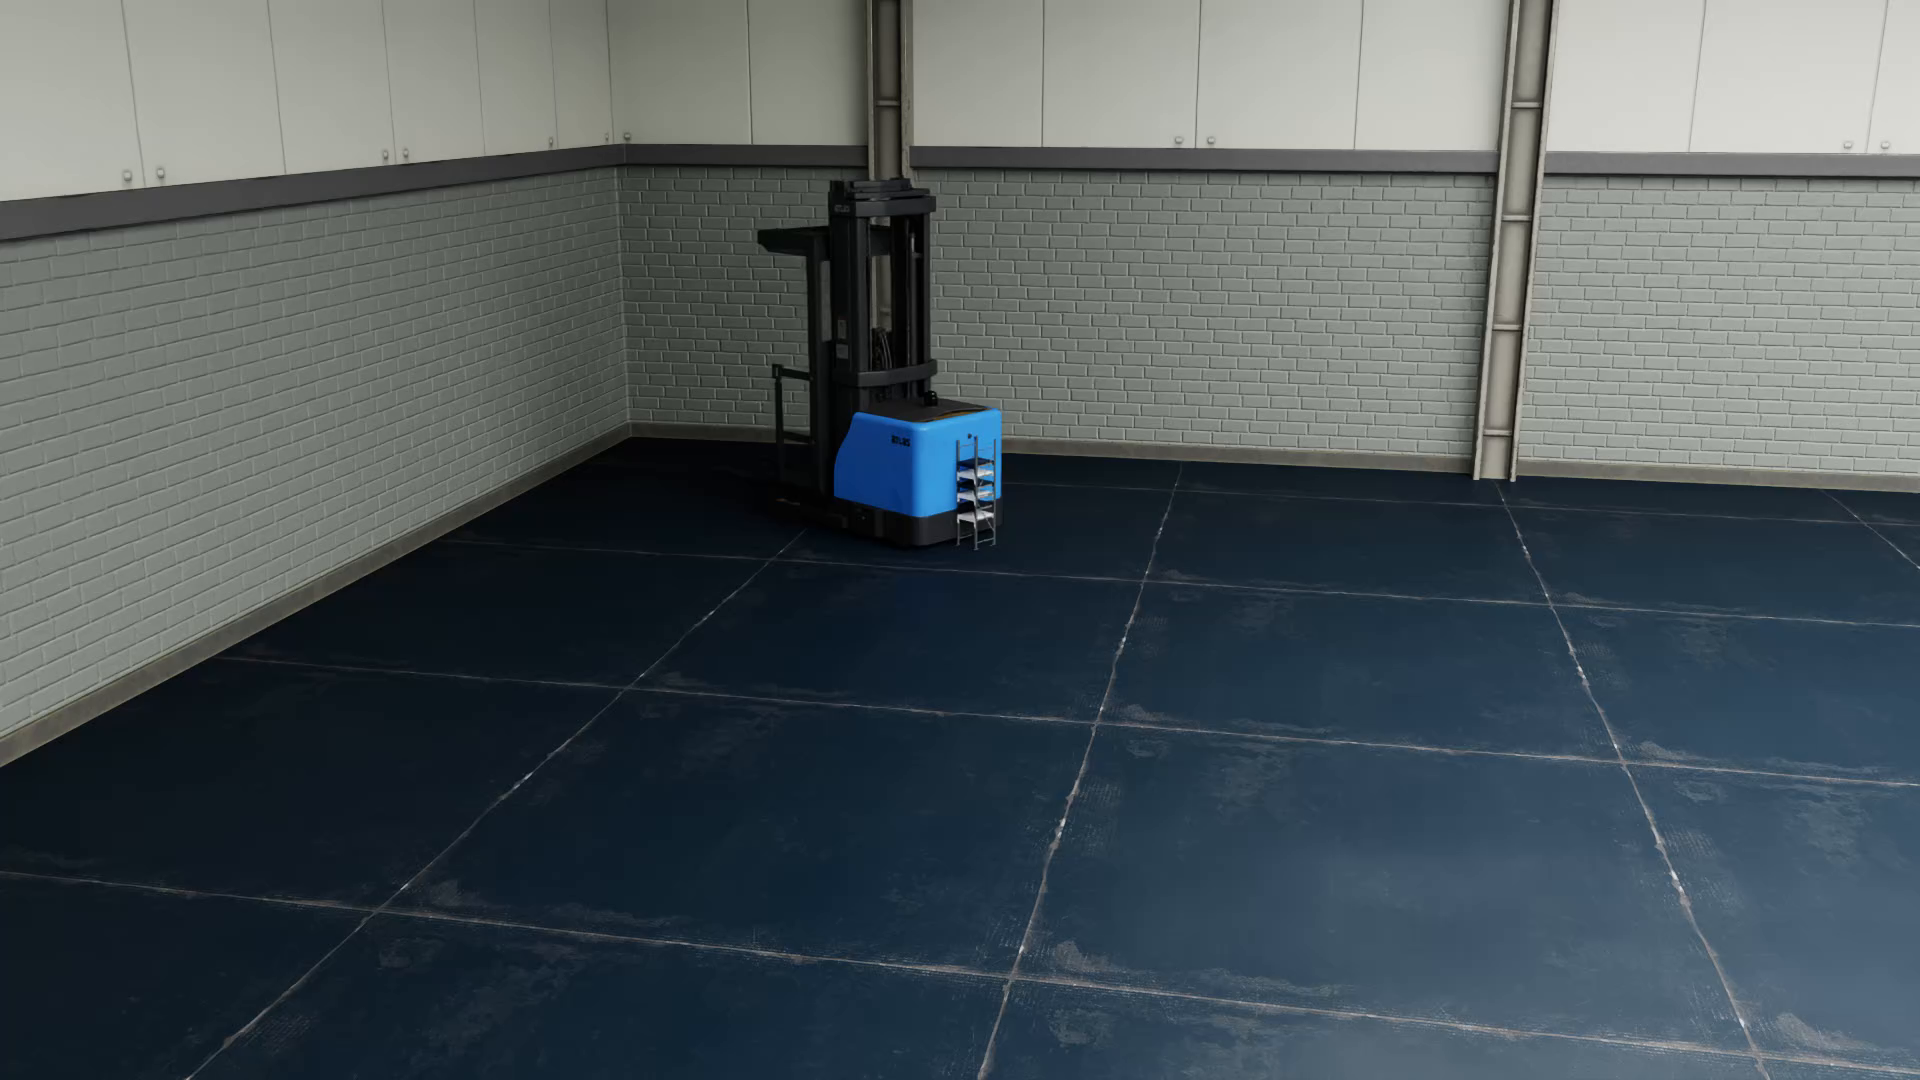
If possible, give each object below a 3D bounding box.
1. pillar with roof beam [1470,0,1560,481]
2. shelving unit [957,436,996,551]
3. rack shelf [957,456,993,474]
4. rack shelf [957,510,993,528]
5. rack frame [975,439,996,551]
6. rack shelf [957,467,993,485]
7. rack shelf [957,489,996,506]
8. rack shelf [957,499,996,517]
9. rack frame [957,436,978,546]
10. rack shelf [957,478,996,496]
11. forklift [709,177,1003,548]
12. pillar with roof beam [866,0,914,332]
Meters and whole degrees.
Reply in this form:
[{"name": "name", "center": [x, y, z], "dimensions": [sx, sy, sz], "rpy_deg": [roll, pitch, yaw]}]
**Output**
[{"name": "pillar with roof beam", "center": [4.336, -3.826, 10.946], "dimensions": [0.400, 9.000, 9.100], "rpy_deg": [3, 16, 11]}, {"name": "shelving unit", "center": [0.134, -0.387, 13.703], "dimensions": [0.210, 0.900, 0.258], "rpy_deg": [15, 21, 42]}, {"name": "rack shelf", "center": [0.134, -0.615, 13.640], "dimensions": [0.200, 0.077, 0.258], "rpy_deg": [15, 21, 42]}, {"name": "rack shelf", "center": [0.134, -0.181, 13.760], "dimensions": [0.200, 0.077, 0.258], "rpy_deg": [15, 21, 42]}, {"name": "rack frame", "center": [0.207, -0.368, 13.635], "dimensions": [0.006, 0.900, 0.240], "rpy_deg": [15, 21, 42]}, {"name": "rack shelf", "center": [0.134, -0.528, 13.664], "dimensions": [0.200, 0.077, 0.258], "rpy_deg": [15, 21, 42]}, {"name": "rack shelf", "center": [0.134, -0.355, 13.712], "dimensions": [0.200, 0.077, 0.258], "rpy_deg": [15, 21, 42]}, {"name": "rack shelf", "center": [0.134, -0.268, 13.736], "dimensions": [0.200, 0.077, 0.258], "rpy_deg": [15, 21, 42]}, {"name": "rack frame", "center": [0.061, -0.406, 13.771], "dimensions": [0.006, 0.900, 0.240], "rpy_deg": [15, 21, 42]}, {"name": "rack shelf", "center": [0.134, -0.442, 13.688], "dimensions": [0.200, 0.077, 0.258], "rpy_deg": [15, 21, 42]}, {"name": "forklift", "center": [-1.041, -1.665, 14.511], "dimensions": [3.031, 2.935, 1.130], "rpy_deg": [15, 21, 42]}, {"name": "pillar with roof beam", "center": [-1.544, -4.145, 12.098], "dimensions": [0.400, 9.000, 9.100], "rpy_deg": [3, 16, 11]}]
